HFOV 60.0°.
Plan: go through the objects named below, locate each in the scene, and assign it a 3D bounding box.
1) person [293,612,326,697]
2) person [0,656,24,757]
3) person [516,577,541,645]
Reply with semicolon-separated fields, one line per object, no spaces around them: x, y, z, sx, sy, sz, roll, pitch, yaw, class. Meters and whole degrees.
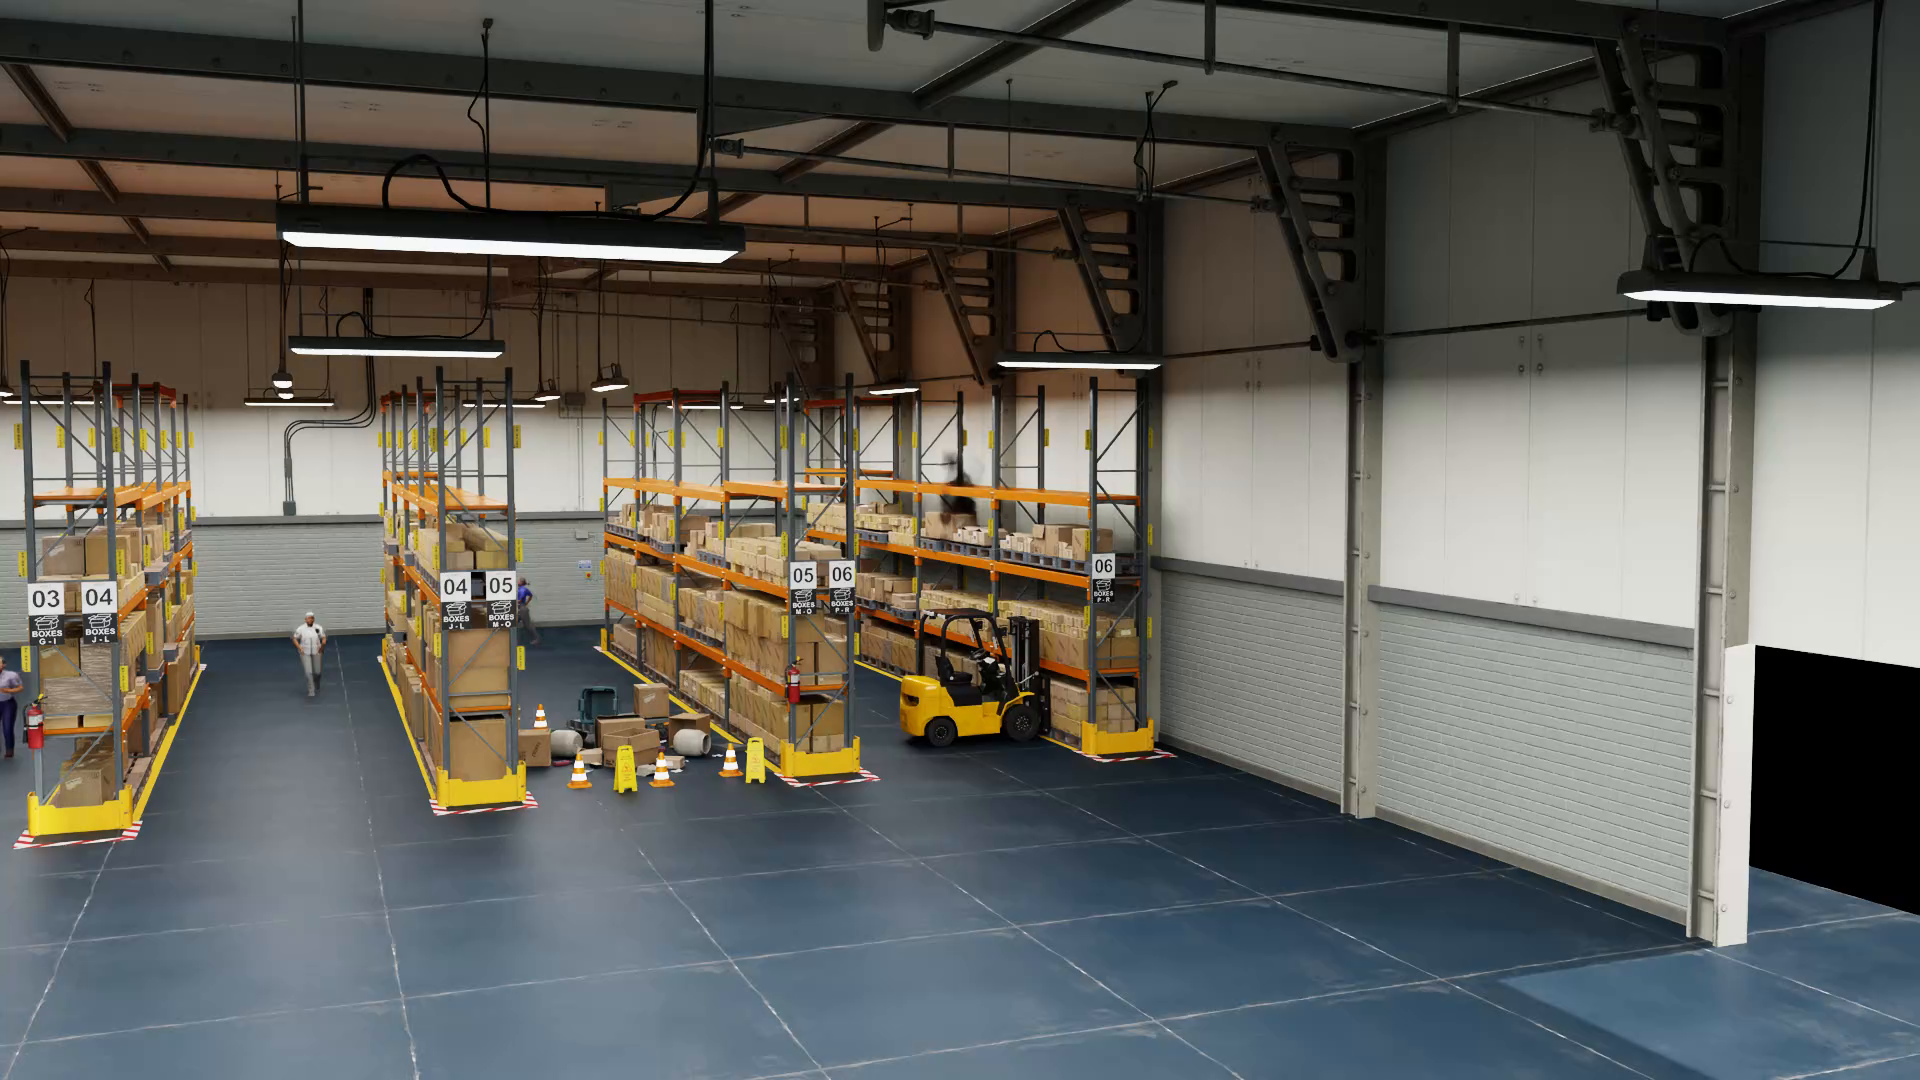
-12.751;2.227;32.615;0.614;1.638;0.598;-2;4;-28;person
-14.820;2.640;25.782;0.581;1.702;0.814;-1;4;-19;person
-10.542;1.759;40.149;0.754;1.702;0.546;-1;4;-19;person
